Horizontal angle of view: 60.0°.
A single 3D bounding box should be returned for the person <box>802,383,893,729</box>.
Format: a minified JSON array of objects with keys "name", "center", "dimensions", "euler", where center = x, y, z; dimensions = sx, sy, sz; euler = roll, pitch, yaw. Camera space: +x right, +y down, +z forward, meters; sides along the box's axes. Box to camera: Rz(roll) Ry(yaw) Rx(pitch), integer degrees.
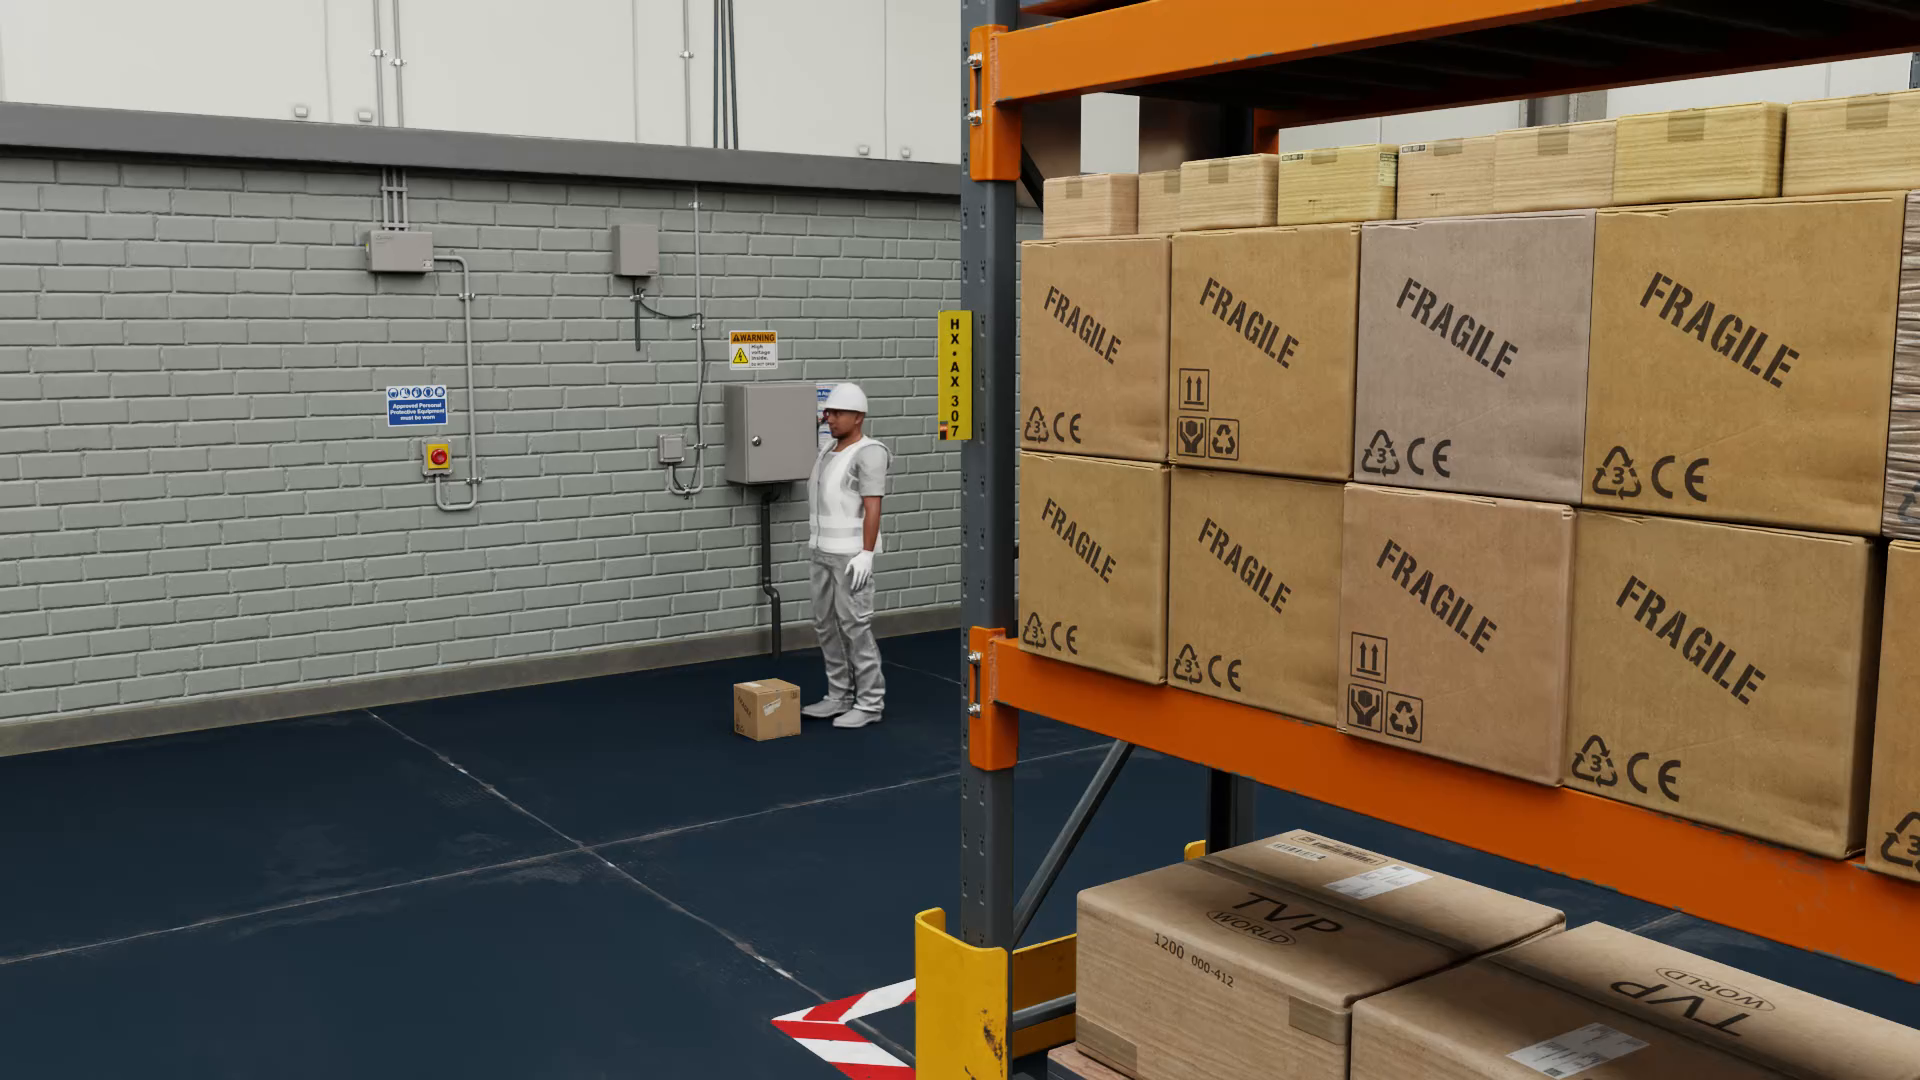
[{"name":"person","center":[-0.599,0.075,8.682],"dimensions":[0.367,1.781,0.547],"euler":[-5,9,-35]}]
